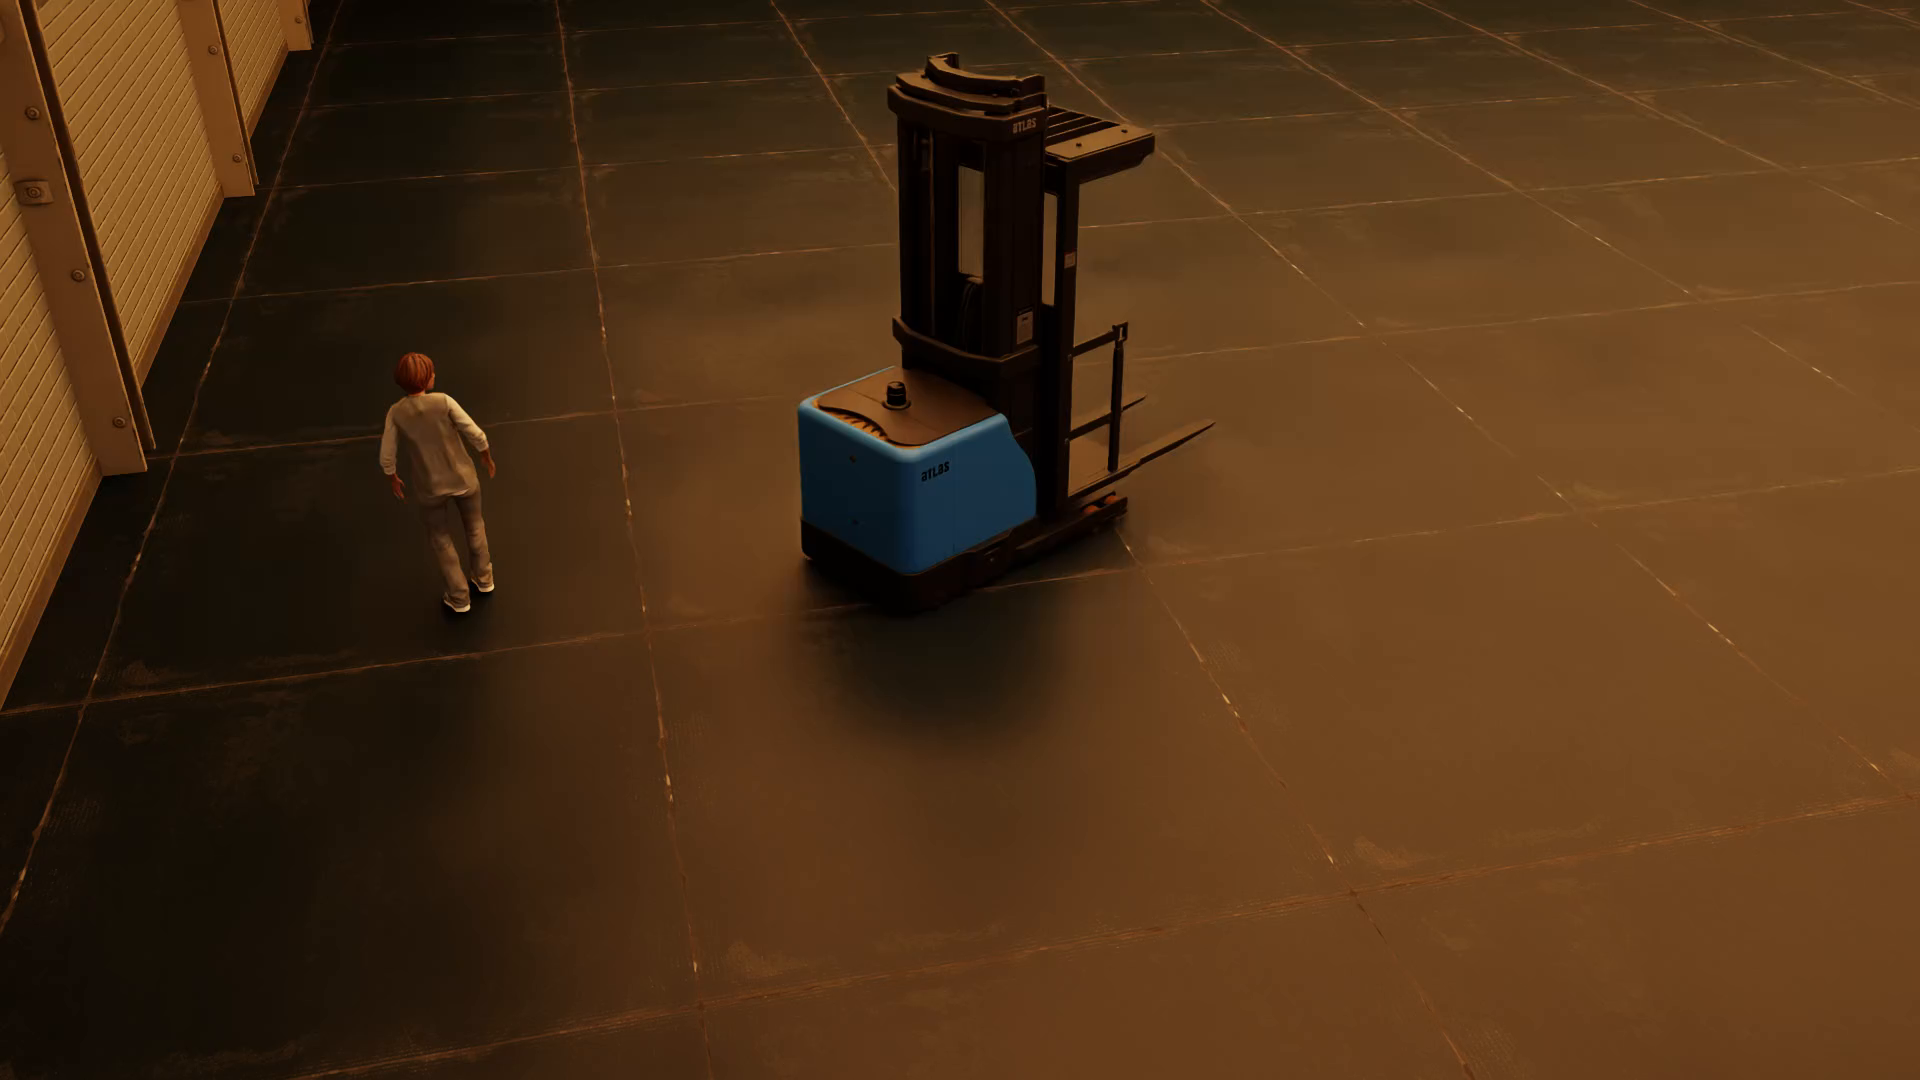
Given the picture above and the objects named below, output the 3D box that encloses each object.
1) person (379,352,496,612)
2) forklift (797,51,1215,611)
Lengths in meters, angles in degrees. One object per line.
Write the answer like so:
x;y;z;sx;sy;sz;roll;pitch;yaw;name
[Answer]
-2.973;-0.342;9.520;0.621;1.581;0.456;-12;32;-20;person
0.435;-1.489;10.146;3.031;2.935;1.130;-26;39;-37;forklift
